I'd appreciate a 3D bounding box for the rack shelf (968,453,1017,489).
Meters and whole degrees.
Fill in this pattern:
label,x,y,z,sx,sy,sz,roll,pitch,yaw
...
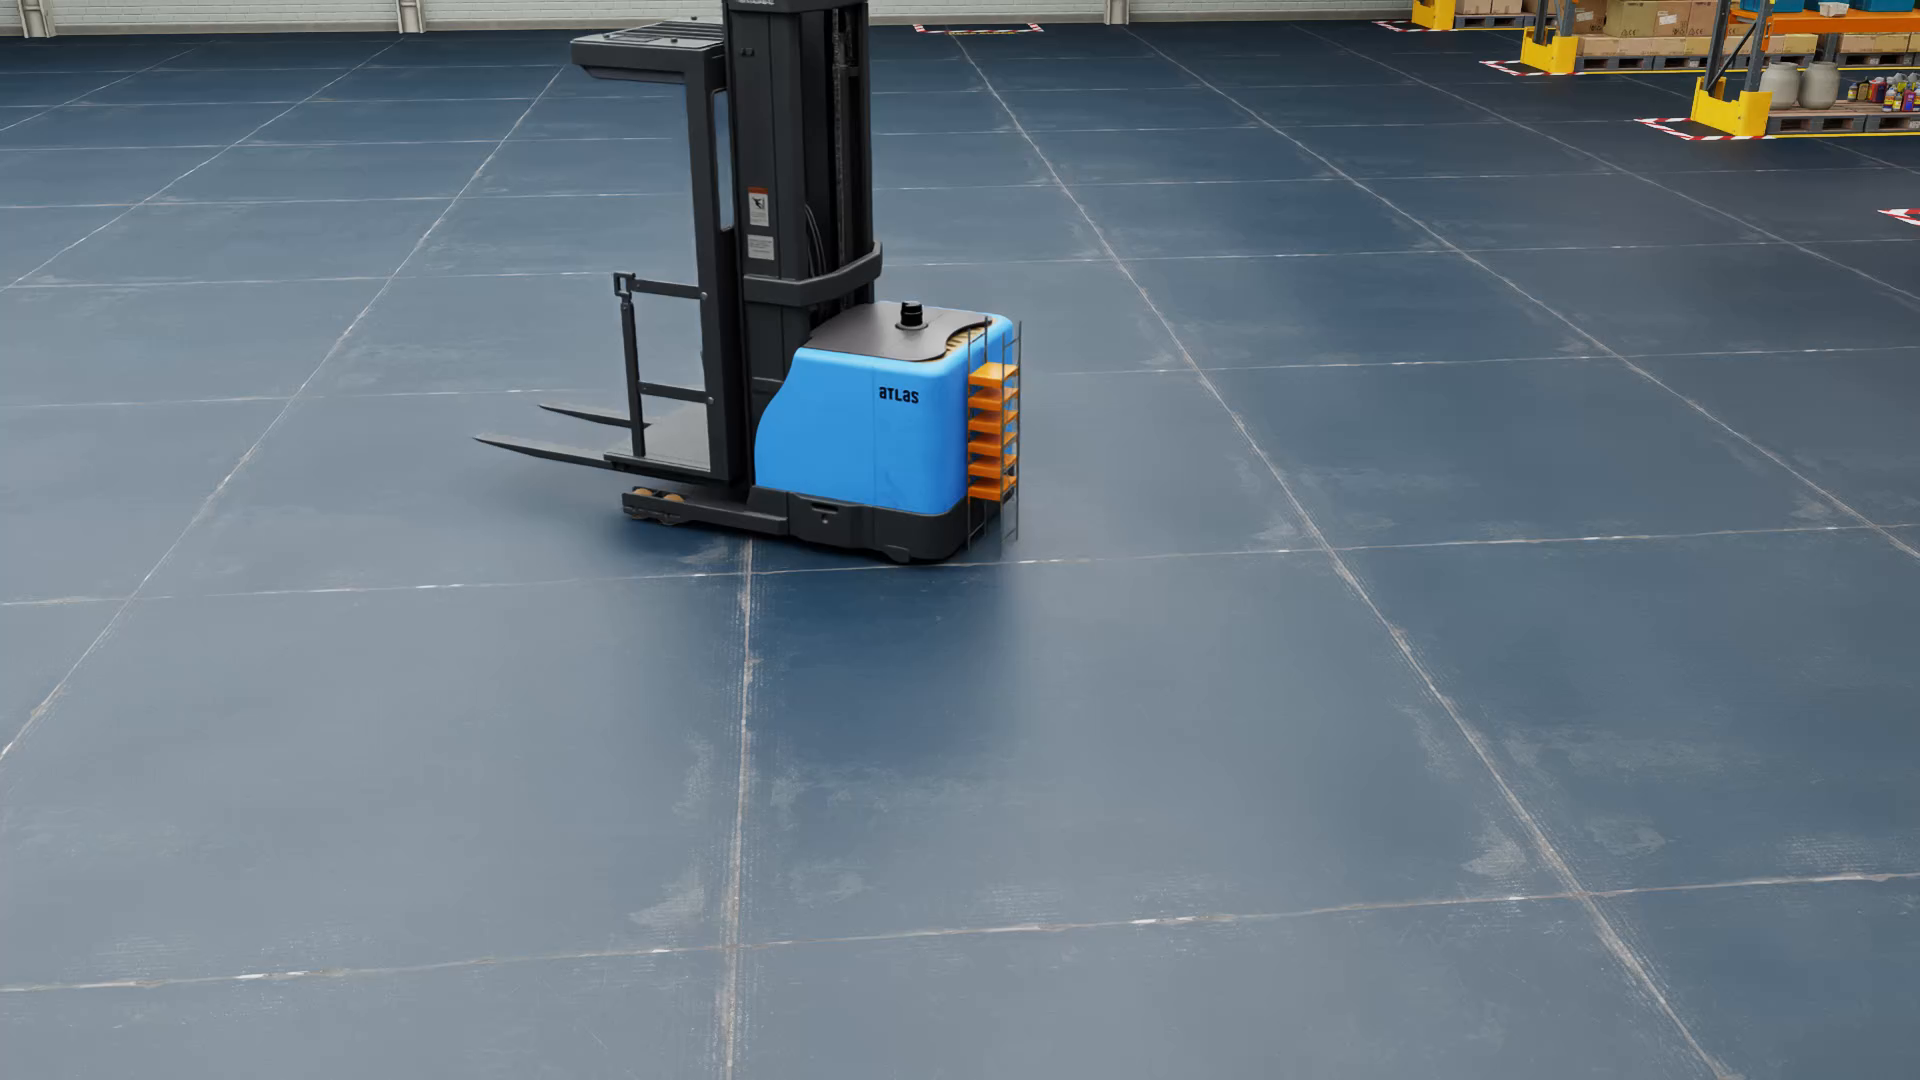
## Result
label,x,y,z,sx,sy,sz,roll,pitch,yaw
rack shelf,0.172,-0.363,8.495,0.180,0.103,0.258,10,26,21

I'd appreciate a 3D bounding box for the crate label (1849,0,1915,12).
label,x,y,z,sx,sy,sz,roll,pitch,yaw
crate label,10.869,-6.467,19.563,0.616,0.435,0.502,-2,24,-5

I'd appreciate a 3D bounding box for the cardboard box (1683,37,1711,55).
label,x,y,z,sx,sy,sz,roll,pitch,yaw
cardboard box,10.629,-7.197,24.116,0.500,0.250,0.500,-2,24,-5

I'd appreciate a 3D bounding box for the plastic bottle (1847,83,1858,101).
label,x,y,z,sx,sy,sz,roll,pitch,yaw
plastic bottle,10.848,-5.441,20.202,0.097,0.201,0.097,0,24,0

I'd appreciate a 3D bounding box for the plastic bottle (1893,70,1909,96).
label,x,y,z,sx,sy,sz,roll,pitch,yaw
plastic bottle,11.404,-5.522,20.200,0.185,0.351,0.144,-1,24,-3

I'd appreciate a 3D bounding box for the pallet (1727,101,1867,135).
label,x,y,z,sx,sy,sz,roll,pitch,yaw
pallet,9.944,-5.046,19.843,1.213,0.211,1.003,-2,24,-5

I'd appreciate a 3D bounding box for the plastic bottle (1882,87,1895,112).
label,x,y,z,sx,sy,sz,roll,pitch,yaw
plastic bottle,10.898,-5.169,19.503,0.097,0.271,0.097,0,24,0

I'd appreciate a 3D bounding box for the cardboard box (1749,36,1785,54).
label,x,y,z,sx,sy,sz,roll,pitch,yaw
cardboard box,11.623,-7.243,24.220,0.500,0.250,0.500,-2,24,-5

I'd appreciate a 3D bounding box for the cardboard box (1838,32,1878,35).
label,x,y,z,sx,sy,sz,roll,pitch,yaw
cardboard box,12.997,-7.538,24.193,0.500,0.311,0.500,-2,24,-5

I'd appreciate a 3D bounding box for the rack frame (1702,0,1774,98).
label,x,y,z,sx,sy,sz,roll,pitch,yaw
rack frame,9.064,-6.268,19.159,0.127,3.000,1.000,-2,24,-5

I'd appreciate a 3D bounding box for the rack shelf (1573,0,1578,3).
label,x,y,z,sx,sy,sz,roll,pitch,yaw
rack shelf,10.571,-8.022,23.990,4.000,0.370,1.077,-2,24,-5

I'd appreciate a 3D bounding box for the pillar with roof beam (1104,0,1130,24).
label,x,y,z,sx,sy,sz,roll,pitch,yaw
pillar with roof beam,3.154,-11.412,23.346,0.400,9.000,9.100,-2,24,-5

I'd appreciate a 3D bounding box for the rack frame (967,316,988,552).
label,x,y,z,sx,sy,sz,roll,pitch,yaw
rack frame,0.088,-0.528,8.461,0.006,1.200,0.240,10,26,21

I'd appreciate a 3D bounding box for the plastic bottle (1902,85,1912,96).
label,x,y,z,sx,sy,sz,roll,pitch,yaw
plastic bottle,11.460,-5.407,20.125,0.097,0.201,0.097,0,24,0

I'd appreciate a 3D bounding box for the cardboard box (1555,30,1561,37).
label,x,y,z,sx,sy,sz,roll,pitch,yaw
cardboard box,9.085,-7.347,24.454,0.500,0.250,0.500,-2,24,-5

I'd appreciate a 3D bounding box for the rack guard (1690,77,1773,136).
label,x,y,z,sx,sy,sz,roll,pitch,yaw
rack guard,9.135,-5.148,19.717,0.348,0.500,1.175,-2,24,-5

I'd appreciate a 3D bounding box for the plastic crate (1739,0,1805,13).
label,x,y,z,sx,sy,sz,roll,pitch,yaw
plastic crate,9.532,-6.341,19.506,0.616,0.251,0.499,-2,24,-5

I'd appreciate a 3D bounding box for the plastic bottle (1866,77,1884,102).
label,x,y,z,sx,sy,sz,roll,pitch,yaw
plastic bottle,11.102,-5.474,20.184,0.135,0.276,0.152,-2,24,-5

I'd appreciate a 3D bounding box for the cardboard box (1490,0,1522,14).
label,x,y,z,sx,sy,sz,roll,pitch,yaw
cardboard box,9.355,-9.259,28.657,0.500,0.311,0.500,0,24,-1

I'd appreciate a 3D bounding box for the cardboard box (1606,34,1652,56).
label,x,y,z,sx,sy,sz,roll,pitch,yaw
cardboard box,9.633,-7.159,24.031,0.500,0.250,0.500,-2,24,-5

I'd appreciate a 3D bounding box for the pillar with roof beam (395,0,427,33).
label,x,y,z,sx,sy,sz,roll,pitch,yaw
pillar with roof beam,-8.788,-10.933,22.268,0.400,9.000,9.100,-2,24,-5

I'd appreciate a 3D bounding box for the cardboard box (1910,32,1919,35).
label,x,y,z,sx,sy,sz,roll,pitch,yaw
cardboard box,14.010,-7.577,24.281,0.500,0.311,0.500,-3,24,-7

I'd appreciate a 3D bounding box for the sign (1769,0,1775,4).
label,x,y,z,sx,sy,sz,roll,pitch,yaw
sign,9.113,-6.172,18.602,0.005,0.325,0.100,-2,24,-5

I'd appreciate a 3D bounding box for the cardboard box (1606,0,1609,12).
label,x,y,z,sx,sy,sz,roll,pitch,yaw
cardboard box,11.042,-9.433,28.816,0.500,0.500,0.500,-4,24,-9

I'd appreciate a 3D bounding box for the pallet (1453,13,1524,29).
label,x,y,z,sx,sy,sz,roll,pitch,yaw
pallet,8.977,-9.019,28.782,1.213,0.211,1.003,-2,24,-5

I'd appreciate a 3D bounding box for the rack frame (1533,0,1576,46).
label,x,y,z,sx,sy,sz,roll,pitch,yaw
rack frame,8.580,-8.270,23.664,0.127,3.000,1.000,-2,24,-5

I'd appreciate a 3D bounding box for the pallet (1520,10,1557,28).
label,x,y,z,sx,sy,sz,roll,pitch,yaw
pallet,10.189,-9.067,28.889,1.213,0.211,1.003,-2,24,-5

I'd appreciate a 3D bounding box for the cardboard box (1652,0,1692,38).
label,x,y,z,sx,sy,sz,roll,pitch,yaw
cardboard box,10.130,-7.526,23.934,0.500,0.500,0.500,-2,24,-5

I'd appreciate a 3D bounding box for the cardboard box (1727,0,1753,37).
label,x,y,z,sx,sy,sz,roll,pitch,yaw
cardboard box,11.125,-7.565,24.021,0.500,0.500,0.500,-2,24,-5

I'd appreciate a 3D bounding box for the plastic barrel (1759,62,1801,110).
label,x,y,z,sx,sy,sz,roll,pitch,yaw
plastic barrel,9.711,-5.380,19.708,0.421,0.512,0.421,0,24,0

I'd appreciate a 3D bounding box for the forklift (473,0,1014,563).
label,x,y,z,sx,sy,sz,roll,pitch,yaw
forklift,-1.269,-1.601,8.743,3.031,2.935,1.130,10,26,21

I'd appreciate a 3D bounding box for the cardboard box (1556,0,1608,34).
label,x,y,z,sx,sy,sz,roll,pitch,yaw
cardboard box,9.085,-7.690,24.304,0.500,0.500,0.500,-2,24,-5

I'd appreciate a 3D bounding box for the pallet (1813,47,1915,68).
label,x,y,z,sx,sy,sz,roll,pitch,yaw
pallet,13.290,-7.201,24.691,1.213,0.211,1.003,-2,24,-5

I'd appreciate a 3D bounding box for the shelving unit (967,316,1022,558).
label,x,y,z,sx,sy,sz,roll,pitch,yaw
shelving unit,0.172,-0.514,8.428,0.189,1.200,0.258,10,26,21

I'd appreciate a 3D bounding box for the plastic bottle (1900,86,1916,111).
label,x,y,z,sx,sy,sz,roll,pitch,yaw
plastic bottle,11.126,-5.176,19.505,0.133,0.283,0.061,-2,24,-4

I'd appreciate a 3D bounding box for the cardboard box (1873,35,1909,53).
label,x,y,z,sx,sy,sz,roll,pitch,yaw
cardboard box,13.496,-7.301,24.352,0.500,0.250,0.500,-2,24,-4

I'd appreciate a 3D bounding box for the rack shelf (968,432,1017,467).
label,x,y,z,sx,sy,sz,roll,pitch,yaw
rack shelf,0.172,-0.473,8.446,0.180,0.103,0.258,10,26,21

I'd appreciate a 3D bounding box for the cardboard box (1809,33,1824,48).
label,x,y,z,sx,sy,sz,roll,pitch,yaw
cardboard box,12.945,-7.499,24.797,0.500,0.250,0.500,-3,24,-6

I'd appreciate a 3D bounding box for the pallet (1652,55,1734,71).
label,x,y,z,sx,sy,sz,roll,pitch,yaw
pallet,10.549,-7.091,24.444,1.213,0.211,1.003,-2,24,-5

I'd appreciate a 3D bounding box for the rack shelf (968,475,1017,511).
label,x,y,z,sx,sy,sz,roll,pitch,yaw
rack shelf,0.172,-0.254,8.544,0.180,0.103,0.258,10,26,21
